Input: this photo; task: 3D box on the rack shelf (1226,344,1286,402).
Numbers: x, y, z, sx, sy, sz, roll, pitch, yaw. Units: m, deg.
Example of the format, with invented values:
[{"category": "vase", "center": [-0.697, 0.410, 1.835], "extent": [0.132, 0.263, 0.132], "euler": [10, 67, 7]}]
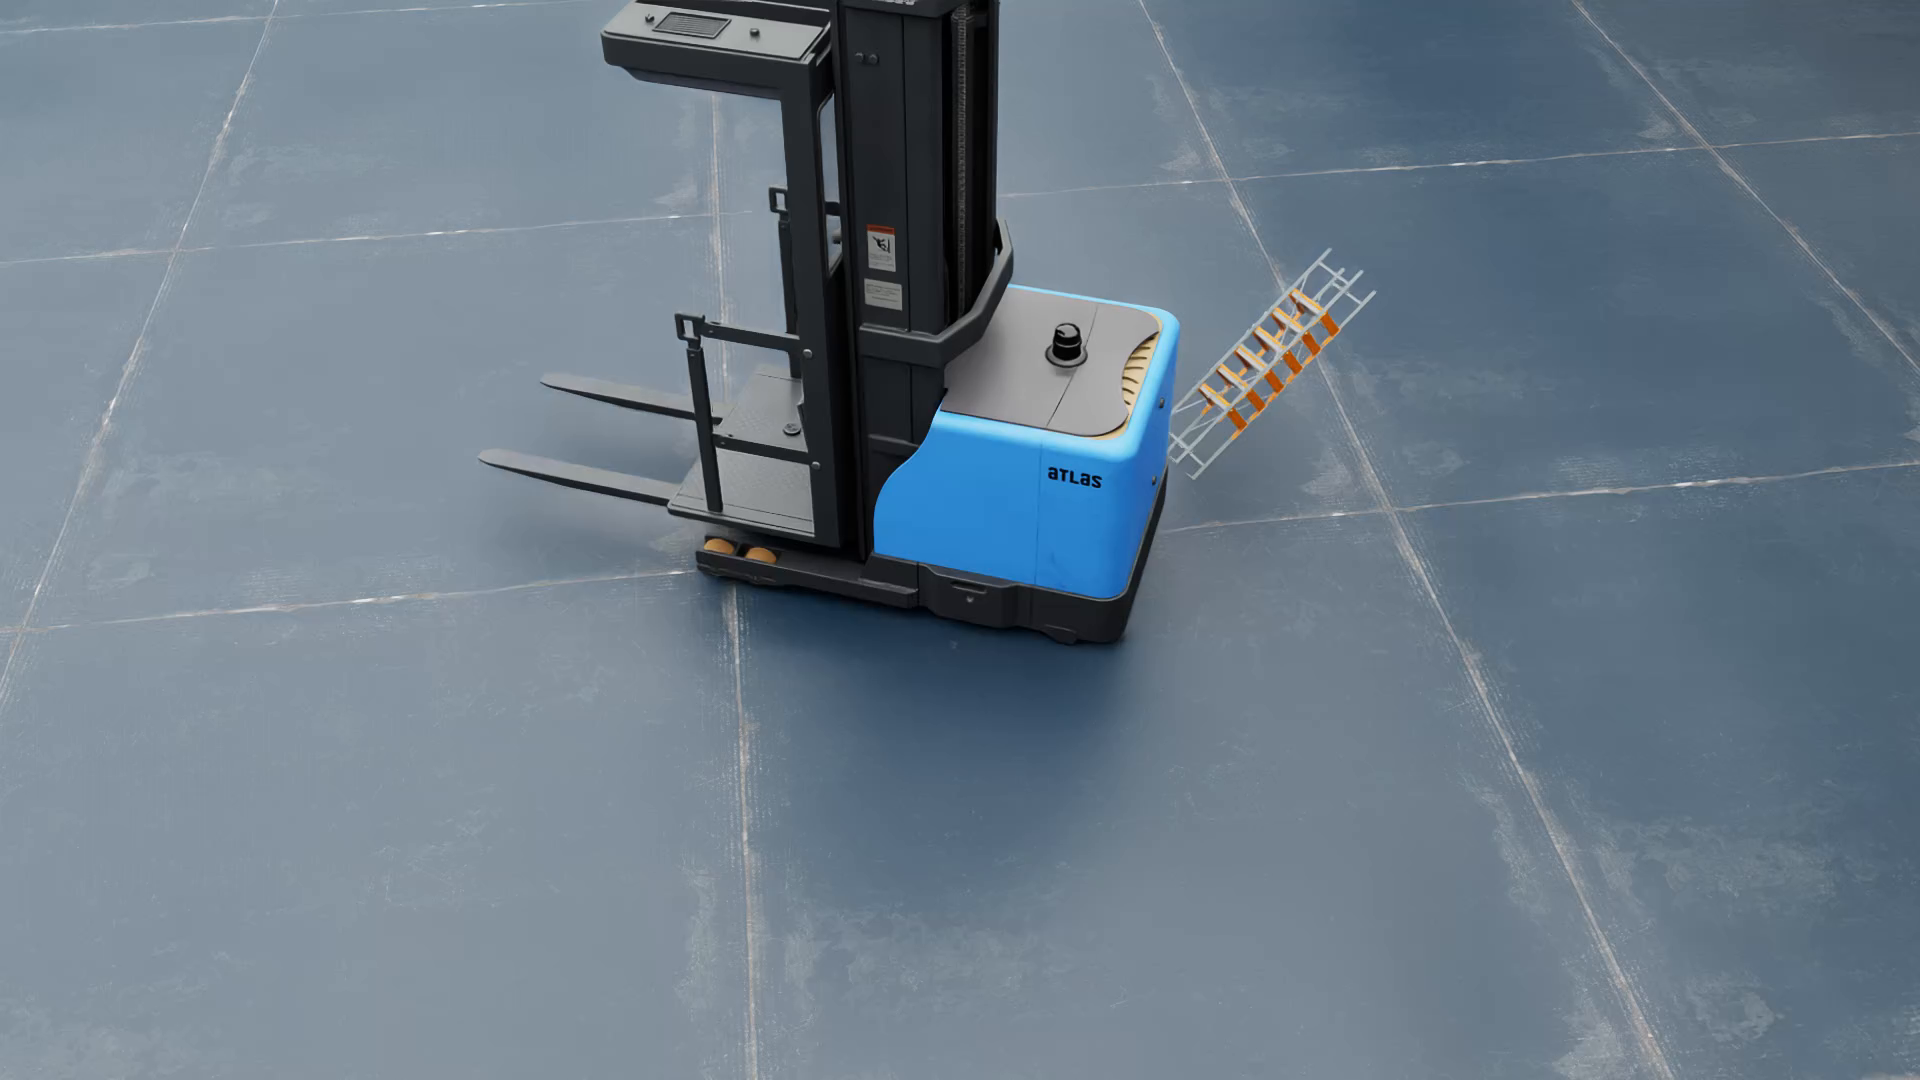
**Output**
[{"category": "rack shelf", "center": [1.366, -0.781, 7.717], "extent": [0.103, 0.180, 0.258], "euler": [-46, 50, 5]}]

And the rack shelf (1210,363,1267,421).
[{"category": "rack shelf", "center": [1.284, -0.695, 7.729], "extent": [0.103, 0.180, 0.258], "euler": [-46, 50, 5]}]

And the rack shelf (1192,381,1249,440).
[{"category": "rack shelf", "center": [1.201, -0.608, 7.740], "extent": [0.103, 0.180, 0.258], "euler": [-46, 50, 5]}]

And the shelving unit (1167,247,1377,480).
[{"category": "shelving unit", "center": [1.397, -0.813, 7.713], "extent": [1.200, 0.189, 0.258], "euler": [-46, 50, 5]}]

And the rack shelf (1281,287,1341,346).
[{"category": "rack shelf", "center": [1.615, -1.039, 7.684], "extent": [0.103, 0.180, 0.258], "euler": [-46, 50, 5]}]

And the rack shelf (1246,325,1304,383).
[{"category": "rack shelf", "center": [1.449, -0.867, 7.706], "extent": [0.103, 0.180, 0.258], "euler": [-46, 50, 5]}]

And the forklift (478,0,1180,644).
[{"category": "forklift", "center": [-0.645, -1.219, 6.628], "extent": [3.031, 2.935, 1.130], "euler": [11, 43, 12]}]

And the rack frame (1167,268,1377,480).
[{"category": "rack frame", "center": [1.444, -0.777, 7.783], "extent": [1.200, 0.006, 0.240], "euler": [-46, 50, 5]}]

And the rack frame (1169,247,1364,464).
[{"category": "rack frame", "center": [1.350, -0.849, 7.643], "extent": [1.200, 0.006, 0.240], "euler": [-46, 50, 5]}]

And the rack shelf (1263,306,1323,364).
[{"category": "rack shelf", "center": [1.532, -0.953, 7.695], "extent": [0.103, 0.180, 0.258], "euler": [-46, 50, 5]}]
